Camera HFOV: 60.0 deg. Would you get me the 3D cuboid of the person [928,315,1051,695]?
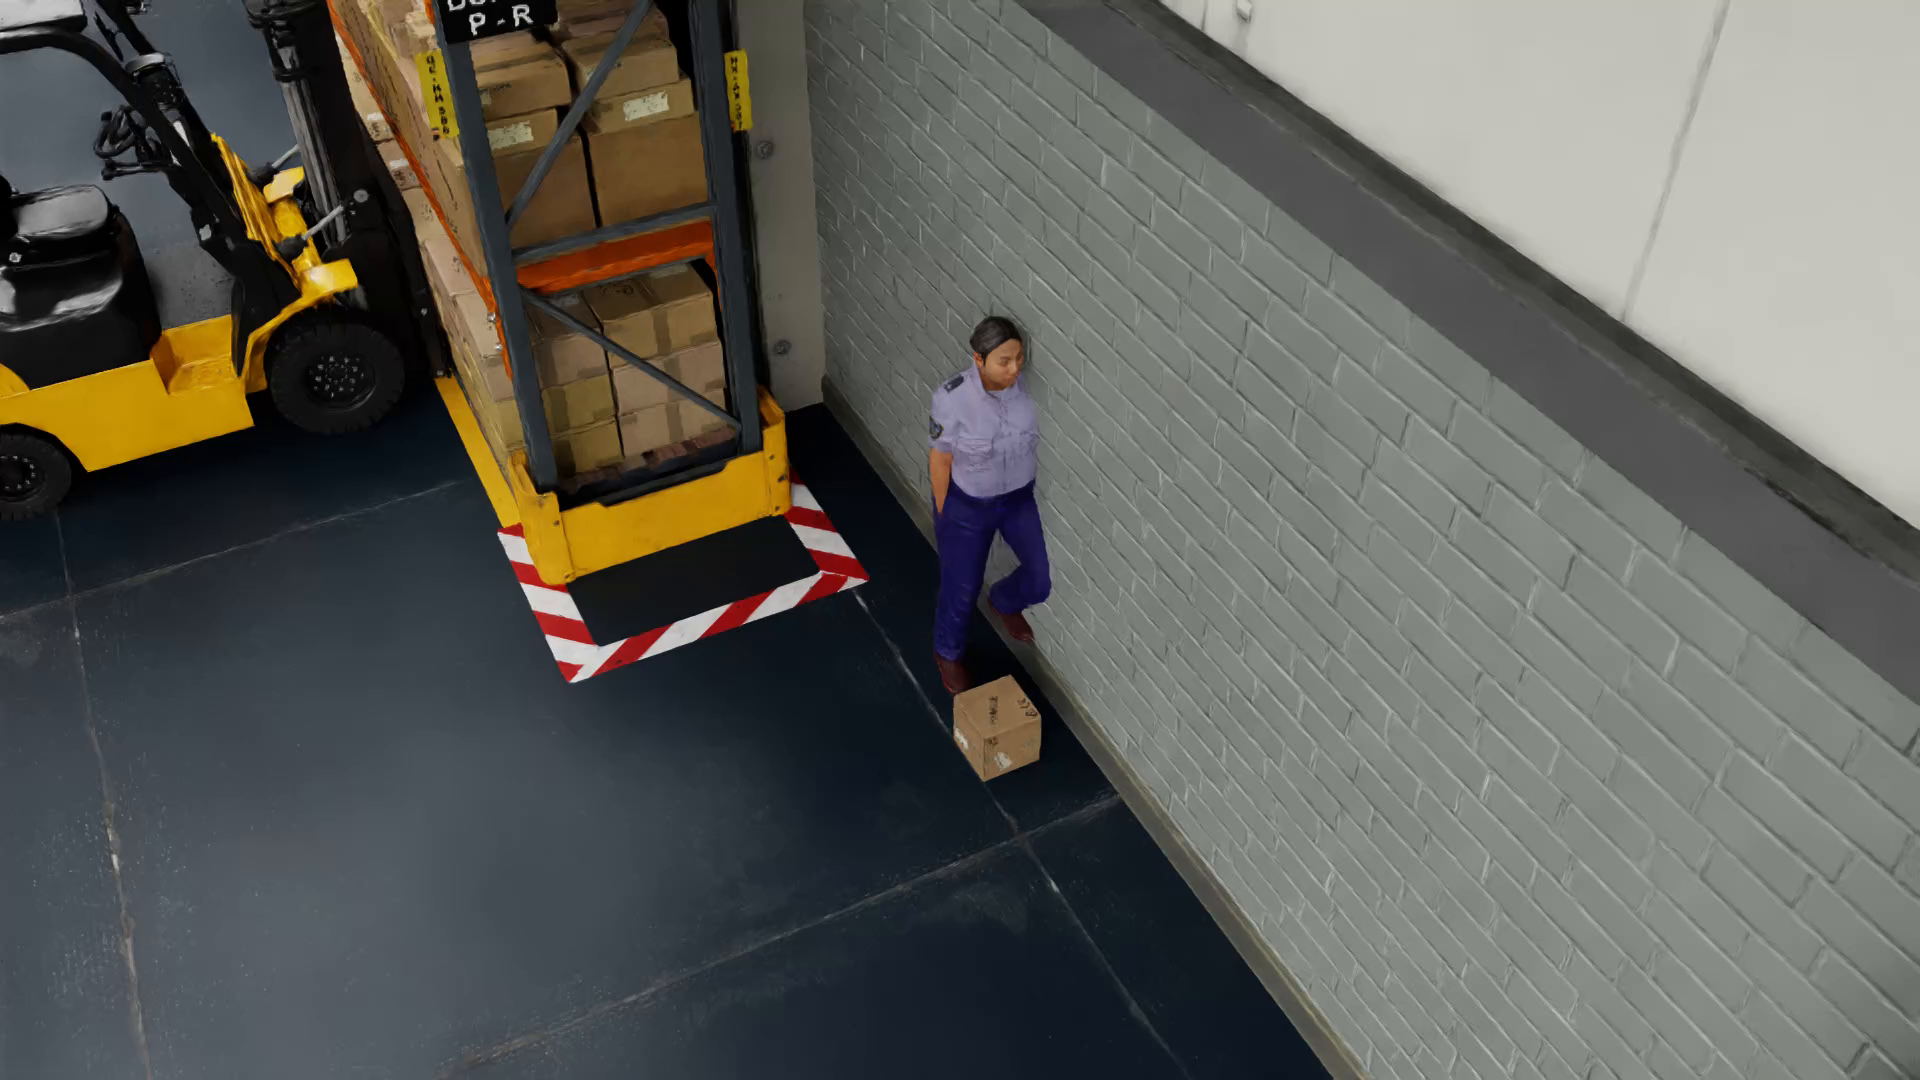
[{"bbox_3d":[0.142,-0.116,6.299,0.495,1.652,0.452,-18,45,-19],"label":"person"}]
